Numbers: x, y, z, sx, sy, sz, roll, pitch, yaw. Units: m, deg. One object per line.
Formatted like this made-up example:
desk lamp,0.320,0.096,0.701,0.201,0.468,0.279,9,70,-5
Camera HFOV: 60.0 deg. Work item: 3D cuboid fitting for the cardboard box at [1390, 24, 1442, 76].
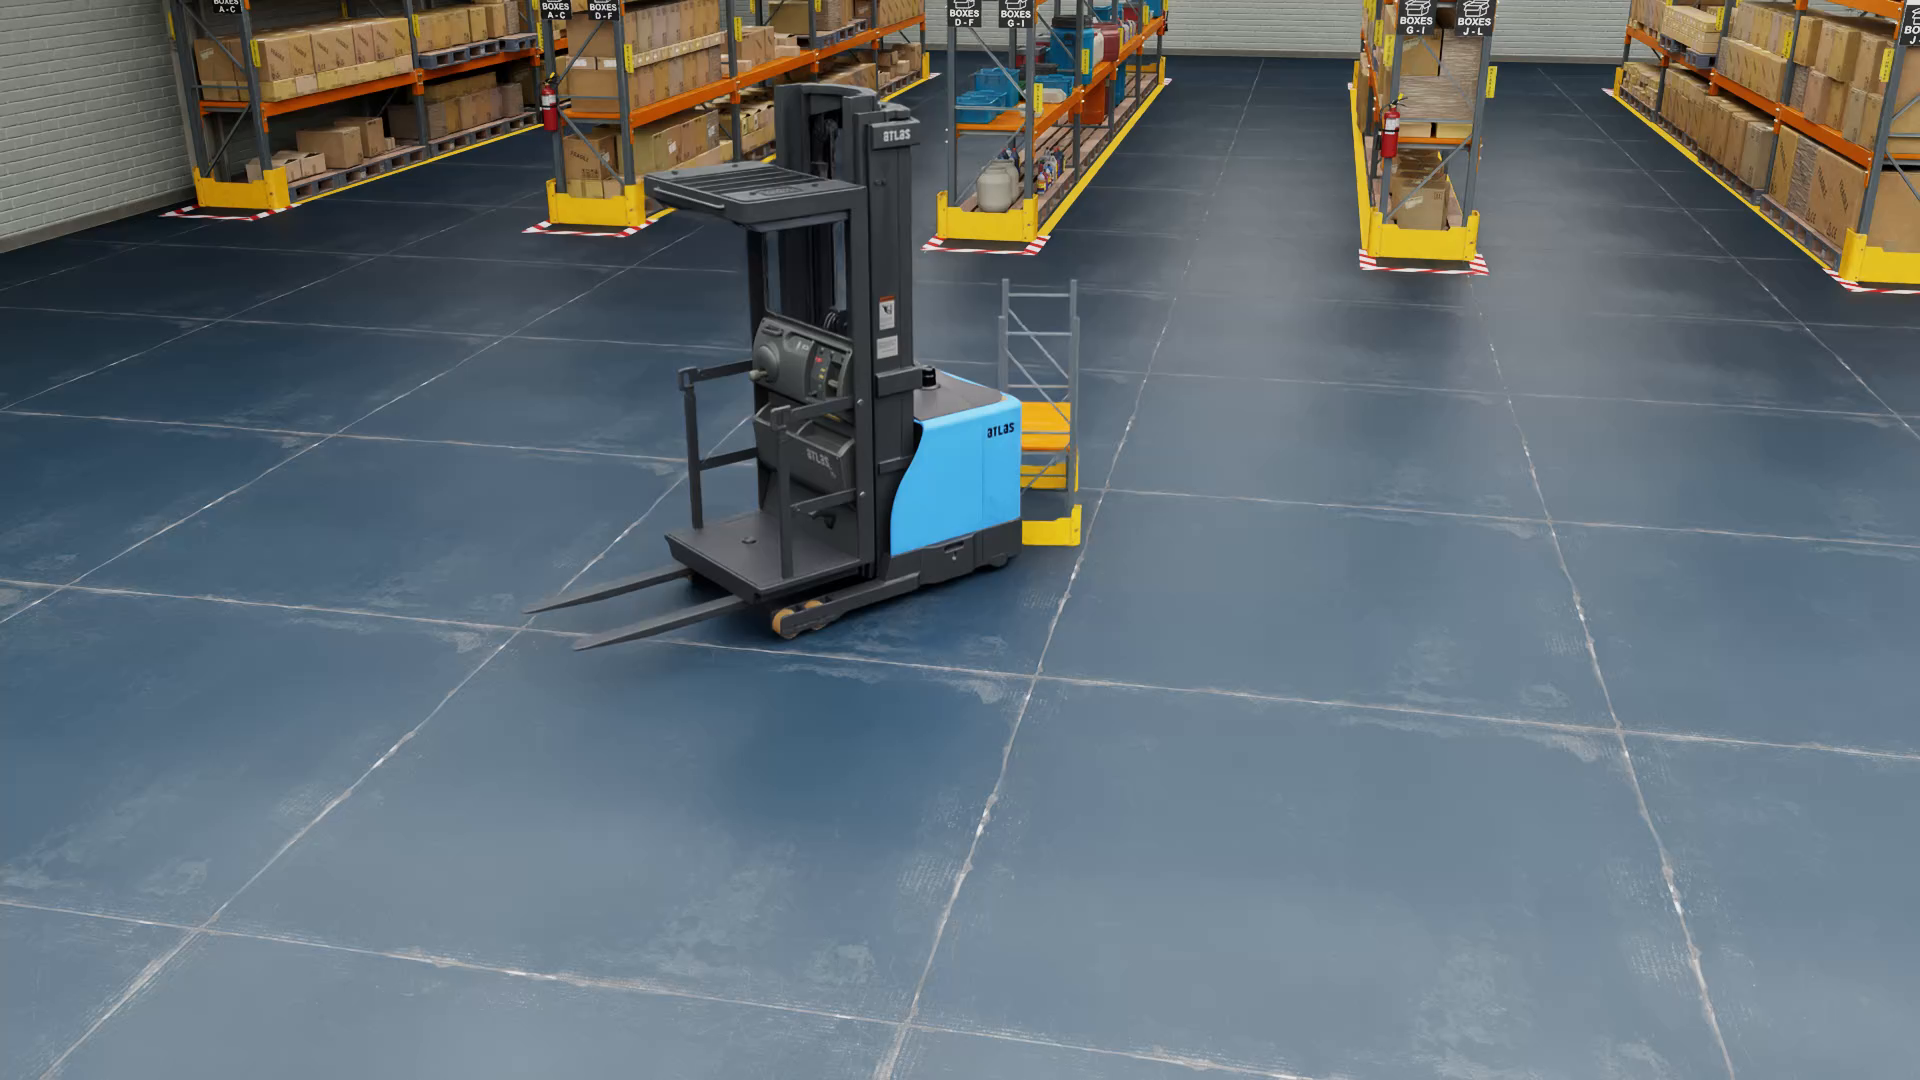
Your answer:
cardboard box,5.074,-5.460,18.524,0.500,0.500,0.500,4,22,11

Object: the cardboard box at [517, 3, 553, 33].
cardboard box,-7.361,-9.002,28.631,0.500,0.500,0.500,5,22,13

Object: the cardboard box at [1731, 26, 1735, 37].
cardboard box,12.174,-7.861,25.732,0.380,0.149,0.250,4,22,11

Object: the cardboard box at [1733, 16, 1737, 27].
cardboard box,12.170,-7.995,25.666,0.380,0.149,0.250,6,23,13

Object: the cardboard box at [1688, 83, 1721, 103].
cardboard box,11.647,-6.941,25.853,0.500,0.250,0.500,5,22,12

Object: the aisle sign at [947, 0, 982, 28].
aisle sign,0.050,-6.171,18.682,0.394,0.787,0.004,4,22,11

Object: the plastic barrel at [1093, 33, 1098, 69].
plastic barrel,1.819,-7.255,24.670,0.433,0.535,0.433,0,22,0

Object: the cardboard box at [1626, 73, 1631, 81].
cardboard box,12.834,-8.771,31.471,0.380,0.149,0.250,4,22,11

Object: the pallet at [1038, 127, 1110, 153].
pallet,1.792,-6.321,26.266,1.003,0.211,1.213,4,22,11

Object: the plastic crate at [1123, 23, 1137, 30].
plastic crate,3.039,-9.423,30.507,0.396,0.136,0.243,4,22,11

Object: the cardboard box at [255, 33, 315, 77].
cardboard box,-8.841,-6.344,21.760,0.500,0.500,0.500,5,22,11

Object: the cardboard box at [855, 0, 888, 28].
cardboard box,-1.674,-9.949,31.407,0.500,0.500,0.500,5,22,12

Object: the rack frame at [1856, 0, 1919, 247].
rack frame,10.039,-4.176,17.209,1.000,3.000,0.127,4,22,11

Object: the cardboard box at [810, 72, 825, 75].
cardboard box,-2.693,-8.060,29.608,0.500,0.500,0.500,4,22,9

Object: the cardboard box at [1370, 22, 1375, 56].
cardboard box,6.802,-7.945,26.432,0.500,0.500,0.500,4,22,10

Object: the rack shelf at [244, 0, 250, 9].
rack shelf,-8.935,-7.513,22.442,1.077,0.370,4.000,4,22,11

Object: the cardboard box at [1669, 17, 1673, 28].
cardboard box,11.854,-8.483,27.278,0.380,0.149,0.250,5,22,12

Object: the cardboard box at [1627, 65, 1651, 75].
cardboard box,12.749,-8.818,31.192,0.380,0.149,0.250,4,22,11

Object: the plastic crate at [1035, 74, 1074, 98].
plastic crate,1.211,-5.938,21.780,0.499,0.251,0.616,4,22,11

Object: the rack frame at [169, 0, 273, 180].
rack frame,-9.343,-5.724,21.052,1.000,3.000,0.127,4,22,11

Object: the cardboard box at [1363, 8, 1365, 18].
cardboard box,7.901,-9.982,31.427,0.500,0.250,0.500,4,22,9

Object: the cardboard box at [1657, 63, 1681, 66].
cardboard box,13.444,-8.963,31.552,0.380,0.149,0.250,5,22,12

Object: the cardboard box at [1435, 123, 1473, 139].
cardboard box,5.496,-4.561,18.500,0.380,0.149,0.250,4,22,11

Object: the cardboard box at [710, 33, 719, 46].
cardboard box,-3.575,-6.952,23.098,0.380,0.149,0.250,4,22,10

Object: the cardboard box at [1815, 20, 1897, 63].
cardboard box,10.748,-5.868,19.761,0.875,0.550,0.550,4,22,11

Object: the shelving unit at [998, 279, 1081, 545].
shelving unit,0.512,-0.869,11.005,0.587,1.500,1.083,1,22,3

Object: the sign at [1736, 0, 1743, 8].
sign,13.032,-9.061,27.787,0.100,0.325,0.005,4,22,11

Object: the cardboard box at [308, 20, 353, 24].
cardboard box,-8.937,-7.130,23.712,0.500,0.500,0.500,4,22,11

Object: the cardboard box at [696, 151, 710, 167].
cardboard box,-3.757,-5.178,22.814,0.500,0.250,0.500,4,22,11

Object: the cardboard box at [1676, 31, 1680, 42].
cardboard box,11.696,-8.056,26.617,0.380,0.149,0.250,4,22,10

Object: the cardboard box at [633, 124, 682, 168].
cardboard box,-3.976,-5.161,21.768,0.500,0.500,0.500,4,22,11

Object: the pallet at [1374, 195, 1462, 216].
pallet,5.671,-4.065,20.665,1.003,0.211,1.213,4,22,11

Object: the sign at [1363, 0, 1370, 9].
sign,7.109,-9.460,29.063,0.100,0.325,0.005,4,22,11

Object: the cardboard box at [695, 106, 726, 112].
cardboard box,-3.775,-6.351,24.976,0.500,0.311,0.500,5,22,12

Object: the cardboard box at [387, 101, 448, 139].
cardboard box,-8.393,-6.502,25.740,0.700,0.500,0.500,5,23,13

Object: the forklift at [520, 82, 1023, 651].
forklift,-1.074,-1.021,9.464,3.031,2.935,1.130,-17,27,-35

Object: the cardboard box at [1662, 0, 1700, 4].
cardboard box,12.319,-9.406,28.323,0.500,0.500,0.500,4,22,9

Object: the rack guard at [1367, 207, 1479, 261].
rack guard,5.220,-3.460,18.775,1.175,0.500,0.348,4,22,11

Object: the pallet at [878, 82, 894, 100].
pallet,-1.903,-8.694,32.159,1.003,0.211,1.213,4,22,11

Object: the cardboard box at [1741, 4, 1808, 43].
cardboard box,11.468,-7.264,23.402,0.700,0.500,0.500,4,22,10

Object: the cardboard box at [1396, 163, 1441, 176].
cardboard box,5.583,-4.303,20.306,0.500,0.500,0.500,7,23,16

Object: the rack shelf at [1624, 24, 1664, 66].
rack shelf,12.896,-8.963,30.056,1.077,0.370,4.000,4,22,11

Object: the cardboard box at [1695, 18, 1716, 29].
cardboard box,11.429,-7.858,25.328,0.380,0.149,0.250,5,23,13

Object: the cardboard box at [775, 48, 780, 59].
cardboard box,-3.066,-7.687,26.260,0.380,0.149,0.250,6,23,15

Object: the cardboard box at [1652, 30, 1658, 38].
cardboard box,12.479,-8.961,29.424,0.380,0.149,0.250,3,22,9

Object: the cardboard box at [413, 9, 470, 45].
cardboard box,-8.165,-8.068,26.149,0.700,0.500,0.500,8,23,18

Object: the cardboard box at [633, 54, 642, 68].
cardboard box,-4.151,-5.919,20.534,0.380,0.149,0.250,4,22,10

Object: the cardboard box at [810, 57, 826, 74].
cardboard box,-2.688,-8.422,29.502,0.500,0.250,0.500,4,22,10

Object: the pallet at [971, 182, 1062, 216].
pallet,0.747,-4.449,21.617,1.003,0.211,1.213,4,22,11

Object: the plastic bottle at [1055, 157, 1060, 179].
plastic bottle,1.291,-4.986,22.265,0.061,0.283,0.133,6,23,14

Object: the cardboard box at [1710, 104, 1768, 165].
cardboard box,11.284,-5.718,23.485,1.050,0.750,0.750,5,22,12

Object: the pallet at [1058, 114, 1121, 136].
pallet,2.108,-6.893,27.686,1.003,0.211,1.213,4,22,11

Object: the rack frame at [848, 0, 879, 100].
rack frame,-2.044,-9.737,31.015,1.000,3.000,0.127,4,22,11
